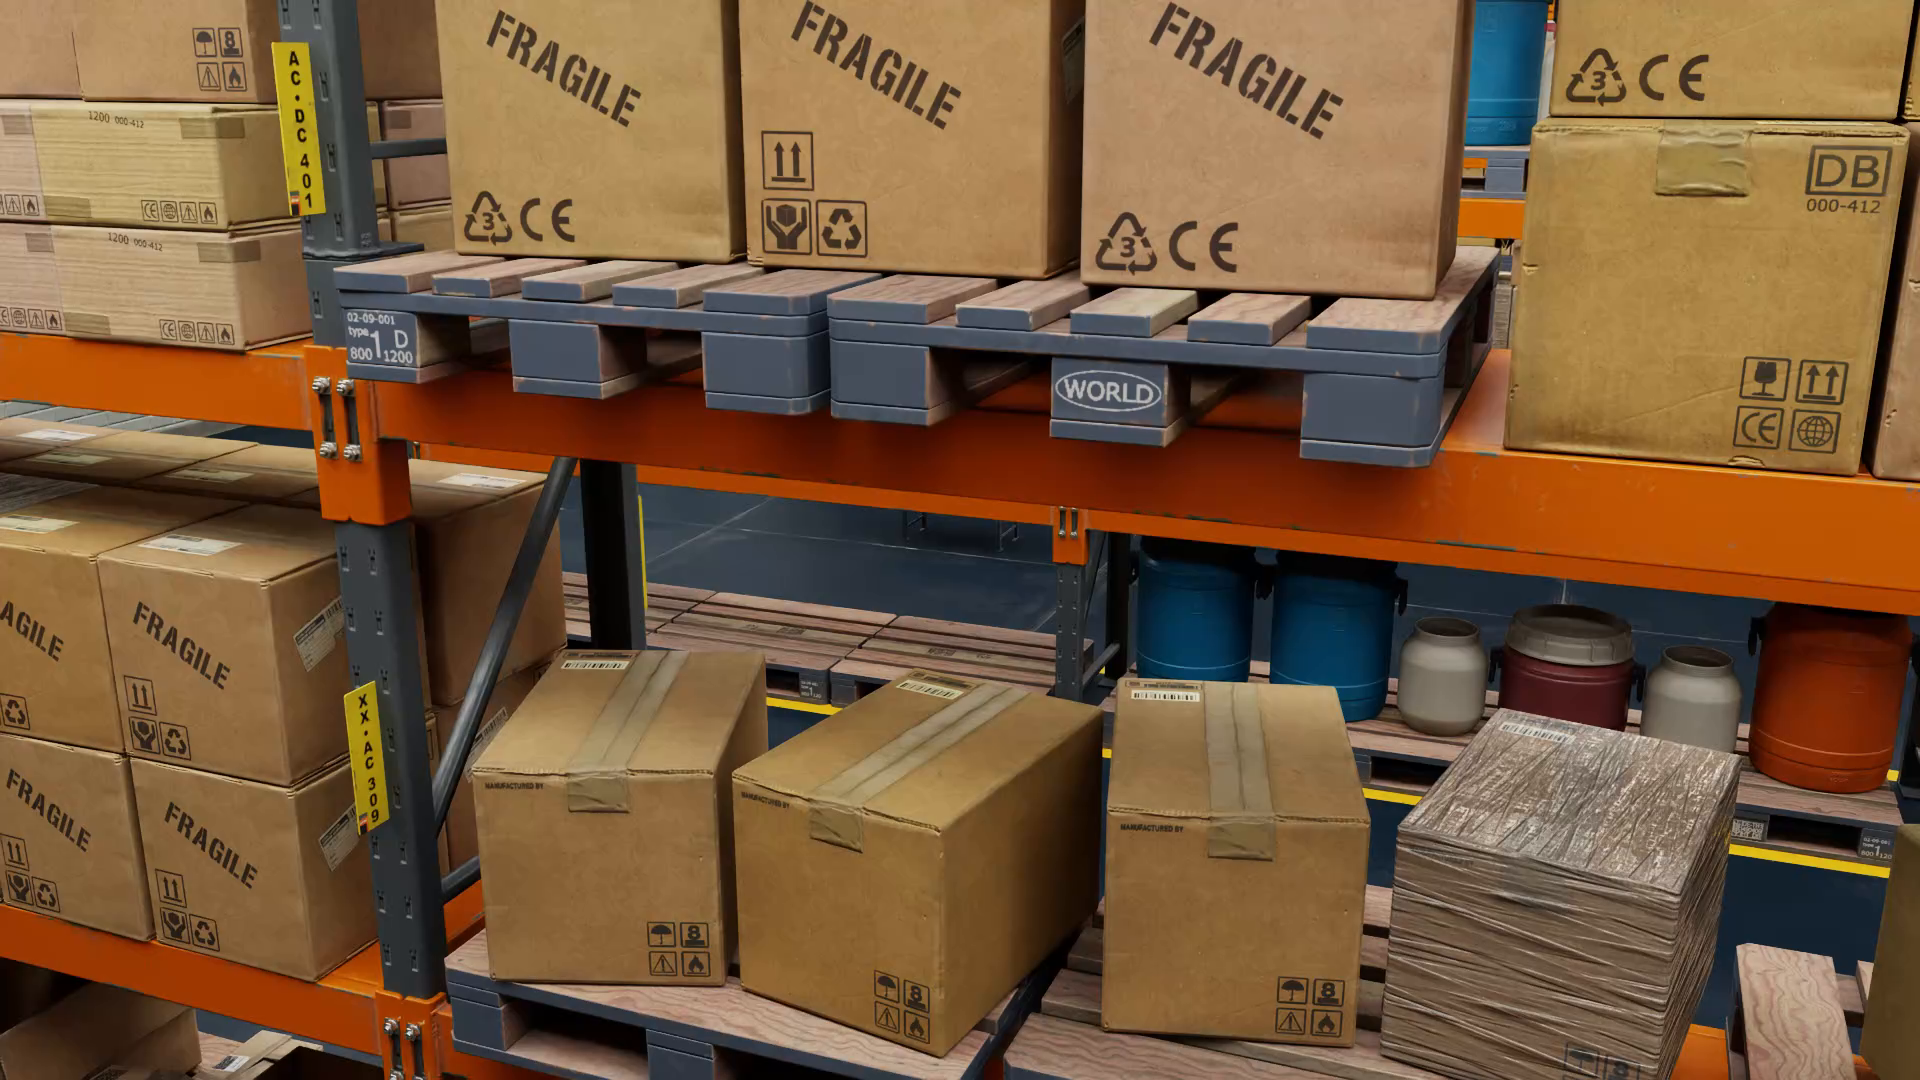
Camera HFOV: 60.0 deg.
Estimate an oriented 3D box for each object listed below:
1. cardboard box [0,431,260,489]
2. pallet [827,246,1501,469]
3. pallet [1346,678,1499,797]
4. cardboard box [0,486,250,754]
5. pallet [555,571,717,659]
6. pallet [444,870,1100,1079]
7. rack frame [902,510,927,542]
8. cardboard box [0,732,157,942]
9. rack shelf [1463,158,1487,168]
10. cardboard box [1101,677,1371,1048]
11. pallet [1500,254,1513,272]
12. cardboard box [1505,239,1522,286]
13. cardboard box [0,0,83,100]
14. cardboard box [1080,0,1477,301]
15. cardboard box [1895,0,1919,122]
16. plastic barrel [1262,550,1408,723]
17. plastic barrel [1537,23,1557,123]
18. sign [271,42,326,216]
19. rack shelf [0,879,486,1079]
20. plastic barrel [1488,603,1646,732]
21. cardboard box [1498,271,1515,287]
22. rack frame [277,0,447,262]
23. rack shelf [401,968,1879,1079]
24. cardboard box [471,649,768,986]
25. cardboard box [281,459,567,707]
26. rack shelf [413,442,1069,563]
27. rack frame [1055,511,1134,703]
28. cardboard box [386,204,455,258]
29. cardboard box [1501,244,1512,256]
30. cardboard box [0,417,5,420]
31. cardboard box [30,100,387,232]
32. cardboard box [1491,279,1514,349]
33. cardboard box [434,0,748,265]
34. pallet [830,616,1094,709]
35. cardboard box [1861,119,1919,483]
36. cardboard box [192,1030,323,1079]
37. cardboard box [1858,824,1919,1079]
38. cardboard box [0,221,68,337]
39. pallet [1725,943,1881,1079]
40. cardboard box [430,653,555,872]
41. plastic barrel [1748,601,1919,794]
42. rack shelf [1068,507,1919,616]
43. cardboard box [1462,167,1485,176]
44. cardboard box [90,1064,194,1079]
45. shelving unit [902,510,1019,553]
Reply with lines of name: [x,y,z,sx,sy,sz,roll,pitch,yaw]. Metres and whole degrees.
cardboard box: [-2.386,-0.007,4.846,0.500,0.500,0.500,6,17,19]
pallet: [0.454,-0.413,3.172,1.003,0.211,1.213,6,17,21]
pallet: [2.569,1.016,8.294,1.213,0.211,1.003,6,17,21]
cardboard box: [-2.136,0.183,4.190,0.500,0.500,0.500,6,17,20]
pallet: [-2.240,0.488,10.116,1.213,0.211,1.003,6,17,21]
pallet: [-0.390,0.950,3.867,1.213,0.211,1.003,6,17,21]
rack frame: [-0.334,-0.757,12.091,0.023,1.500,0.400,6,17,21]
cardboard box: [-2.132,0.662,4.332,0.500,0.500,0.500,7,18,22]
rack shelf: [4.406,-2.712,12.045,4.000,0.370,1.077,6,17,21]
cardboard box: [0.573,0.662,3.579,0.500,0.500,0.700,2,16,7]
pallet: [5.117,-2.889,17.090,1.213,0.211,1.003,6,17,21]
cardboard box: [4.360,-2.155,12.239,0.637,0.503,0.797,7,18,22]
cardboard box: [-1.973,-1.349,4.087,0.500,0.500,0.700,6,17,21]
cardboard box: [0.590,-0.784,3.003,0.600,0.600,0.600,6,17,18]
cardboard box: [1.750,-0.911,2.577,0.500,0.500,0.500,6,17,21]
plastic barrel: [1.886,0.402,8.420,0.708,0.901,0.600,6,17,21]
plastic barrel: [2.744,-1.977,7.228,0.433,0.535,0.433,0,16,0]
sign: [-1.285,-0.800,3.241,0.005,0.325,0.100,6,17,21]
rack shelf: [-2.954,0.888,5.024,4.000,0.370,1.077,6,17,21]
plastic barrel: [2.937,0.668,8.066,0.708,0.588,0.600,6,17,21]
cardboard box: [4.027,-1.788,12.774,0.500,0.500,0.500,6,17,20]
rack frame: [-1.093,-2.134,3.382,0.127,3.000,1.000,6,17,21]
rack shelf: [0.767,1.297,3.614,4.000,0.370,1.077,6,17,21]
cardboard box: [-0.735,0.604,3.780,0.500,0.500,0.700,1,16,2]
cardboard box: [-1.428,0.098,4.483,0.500,0.500,0.500,7,18,22]
rack shelf: [-1.133,-0.396,9.448,4.000,0.370,1.077,6,17,21]
rack frame: [0.728,-0.537,8.643,0.127,3.000,1.000,6,17,21]
cardboard box: [-1.455,-0.735,4.214,0.500,0.250,0.500,6,17,21]
cardboard box: [5.381,-2.940,16.616,0.250,0.149,0.380,6,17,21]
cardboard box: [-3.345,-0.112,5.208,0.500,0.500,0.500,7,18,22]
cardboard box: [-1.645,-0.840,3.681,0.500,0.250,0.500,6,17,21]
cardboard box: [3.815,-1.655,12.315,0.500,0.500,0.500,6,17,19]
cardboard box: [-0.652,-0.920,3.471,0.600,0.600,0.600,5,17,15]
pallet: [0.029,0.737,9.256,1.213,0.211,1.003,6,17,21]
cardboard box: [1.735,-0.420,2.681,0.500,0.500,0.910,6,17,21]
cardboard box: [-2.213,1.712,5.190,0.250,0.166,0.380,6,17,21]
cardboard box: [2.001,0.872,2.858,0.500,0.500,0.700,1,16,2]
cardboard box: [-2.104,-0.656,3.941,0.500,0.250,0.500,6,17,21]
pallet: [1.972,1.198,3.012,1.003,0.211,1.213,6,17,21]
cardboard box: [-1.467,0.577,4.628,0.500,0.500,0.500,7,18,22]
plastic barrel: [3.987,0.667,7.634,0.708,0.830,0.600,6,17,21]
rack shelf: [2.588,0.013,8.038,4.000,0.370,1.077,6,17,21]
cardboard box: [6.485,-4.800,21.356,0.500,0.500,0.500,6,17,21]
cardboard box: [-2.425,1.766,4.744,0.500,0.311,0.500,6,17,21]
shelving unit: [0.006,-0.720,11.962,0.755,1.500,0.431,6,17,21]
